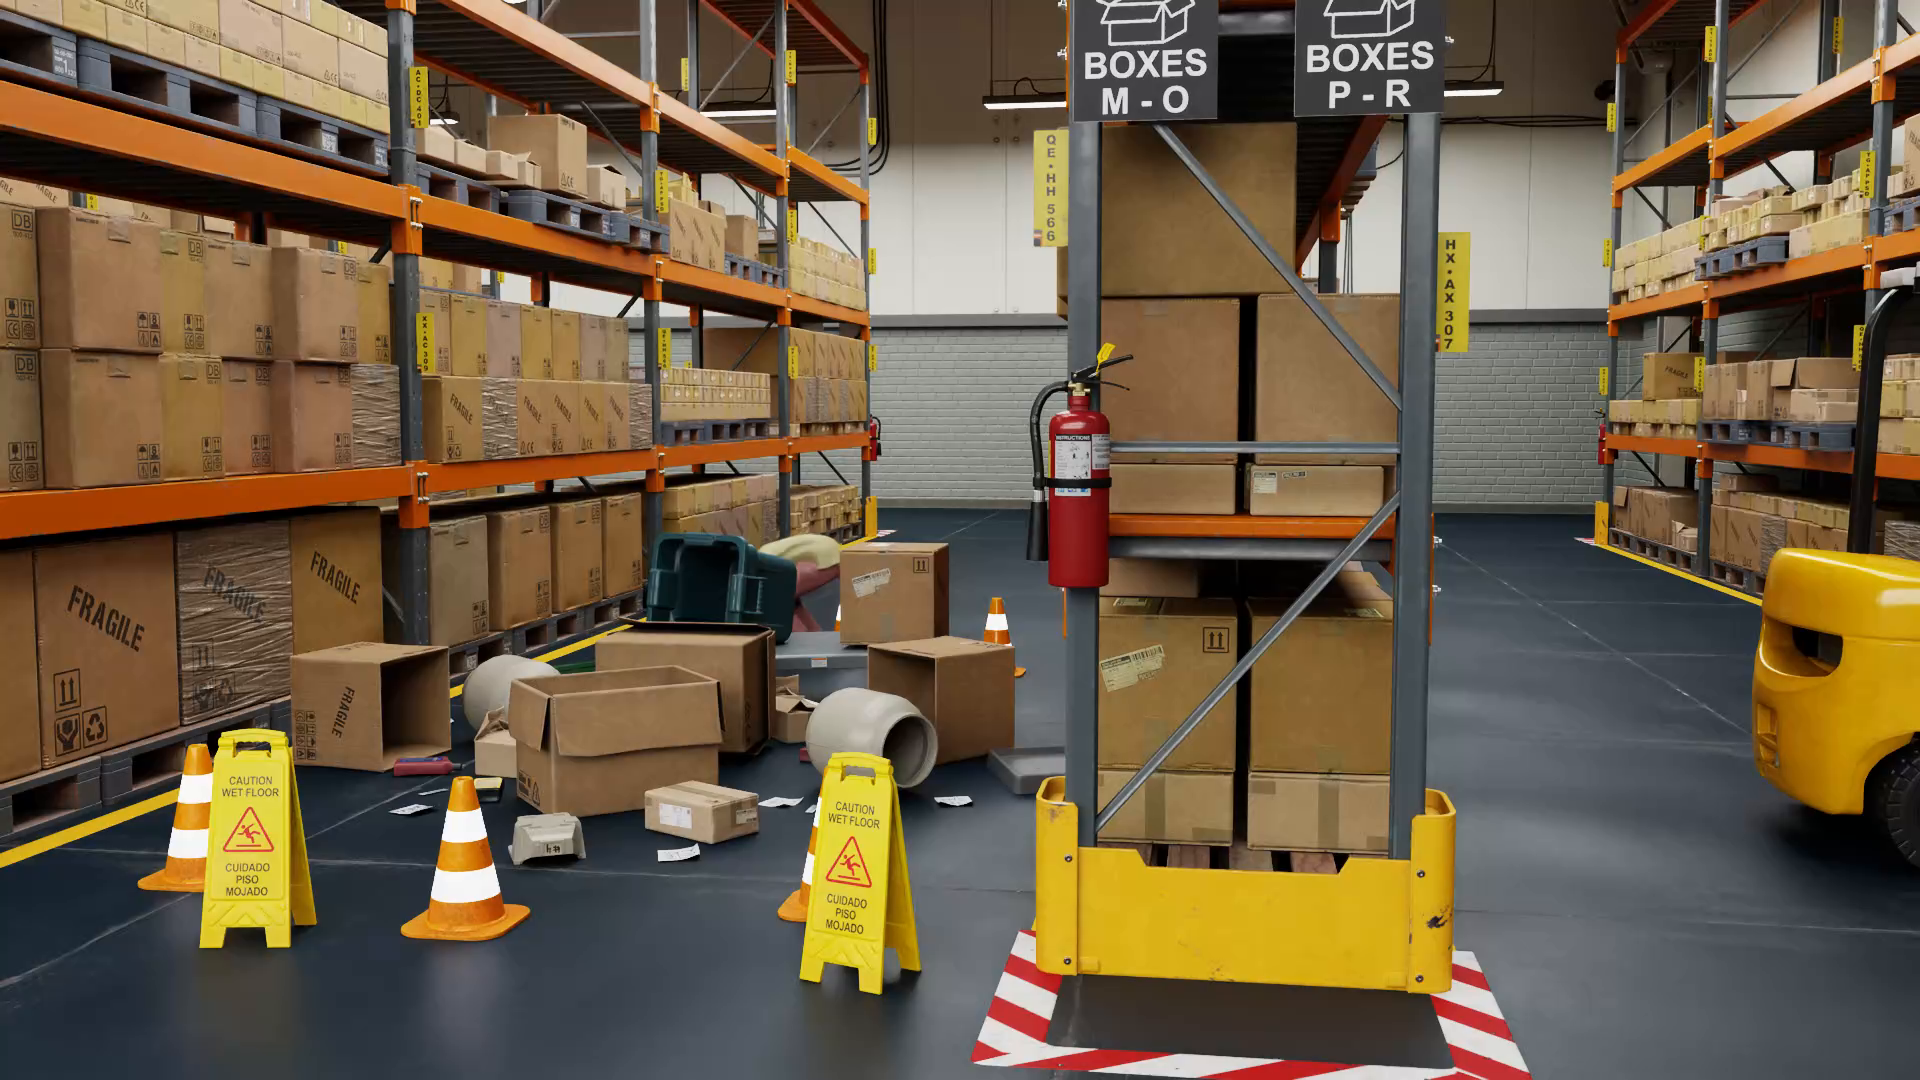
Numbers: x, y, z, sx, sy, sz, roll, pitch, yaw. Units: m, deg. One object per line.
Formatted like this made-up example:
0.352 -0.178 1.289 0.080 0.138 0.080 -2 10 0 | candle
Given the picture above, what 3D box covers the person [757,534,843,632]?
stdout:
-1.167 0.372 10.811 0.861 0.819 0.463 1 5 6 | person
